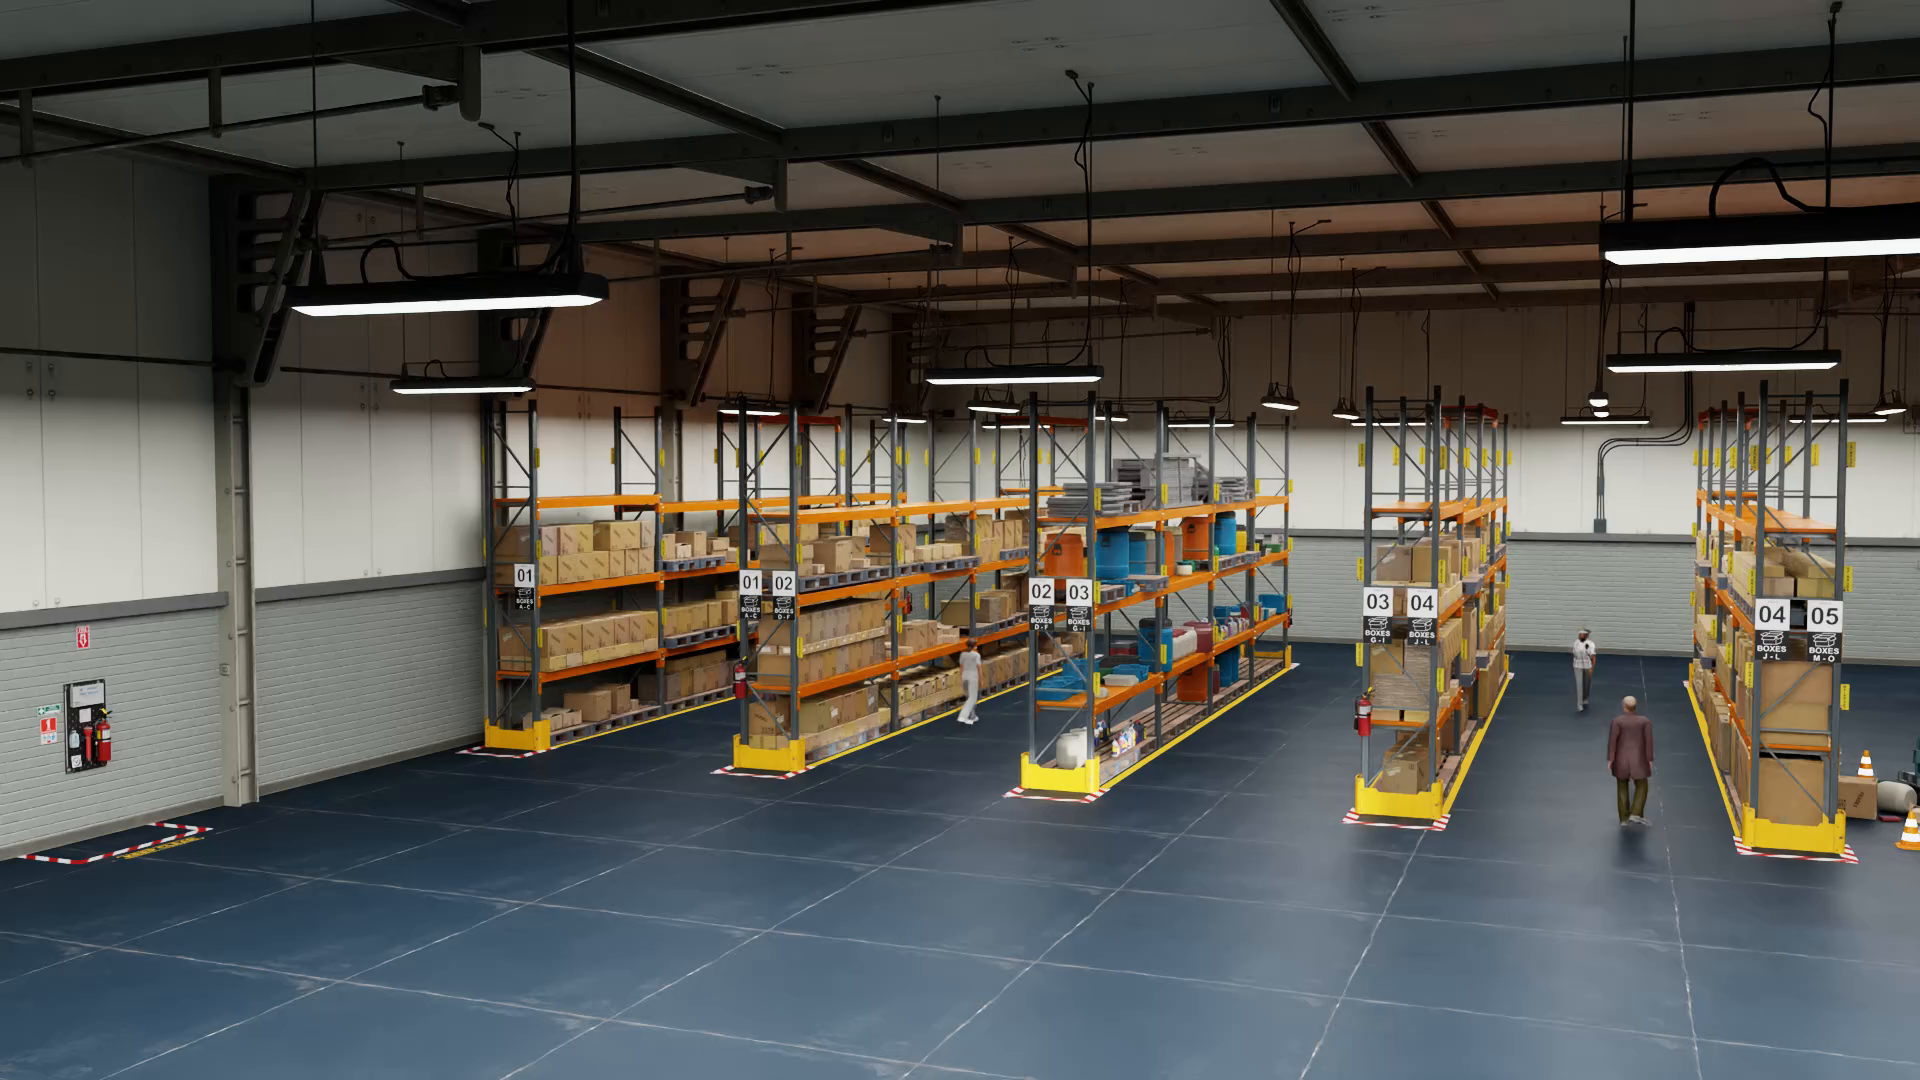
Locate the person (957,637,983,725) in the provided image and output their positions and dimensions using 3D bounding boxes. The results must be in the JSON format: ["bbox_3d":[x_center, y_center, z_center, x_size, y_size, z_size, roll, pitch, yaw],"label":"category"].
[{"bbox_3d":[0.194,2.642,31.066,0.505,1.646,0.918,2,4,38],"label":"person"}]

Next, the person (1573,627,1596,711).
[{"bbox_3d":[12.419,2.536,33.089,0.423,1.627,1.033,1,3,18],"label":"person"}]

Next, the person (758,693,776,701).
[{"bbox_3d":[-3.646,2.615,31.687,0.466,1.687,0.690,0,3,-1],"label":"person"}]

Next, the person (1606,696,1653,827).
[{"bbox_3d":[9.093,3.003,22.574,0.592,1.776,0.605,1,3,23],"label":"person"}]
